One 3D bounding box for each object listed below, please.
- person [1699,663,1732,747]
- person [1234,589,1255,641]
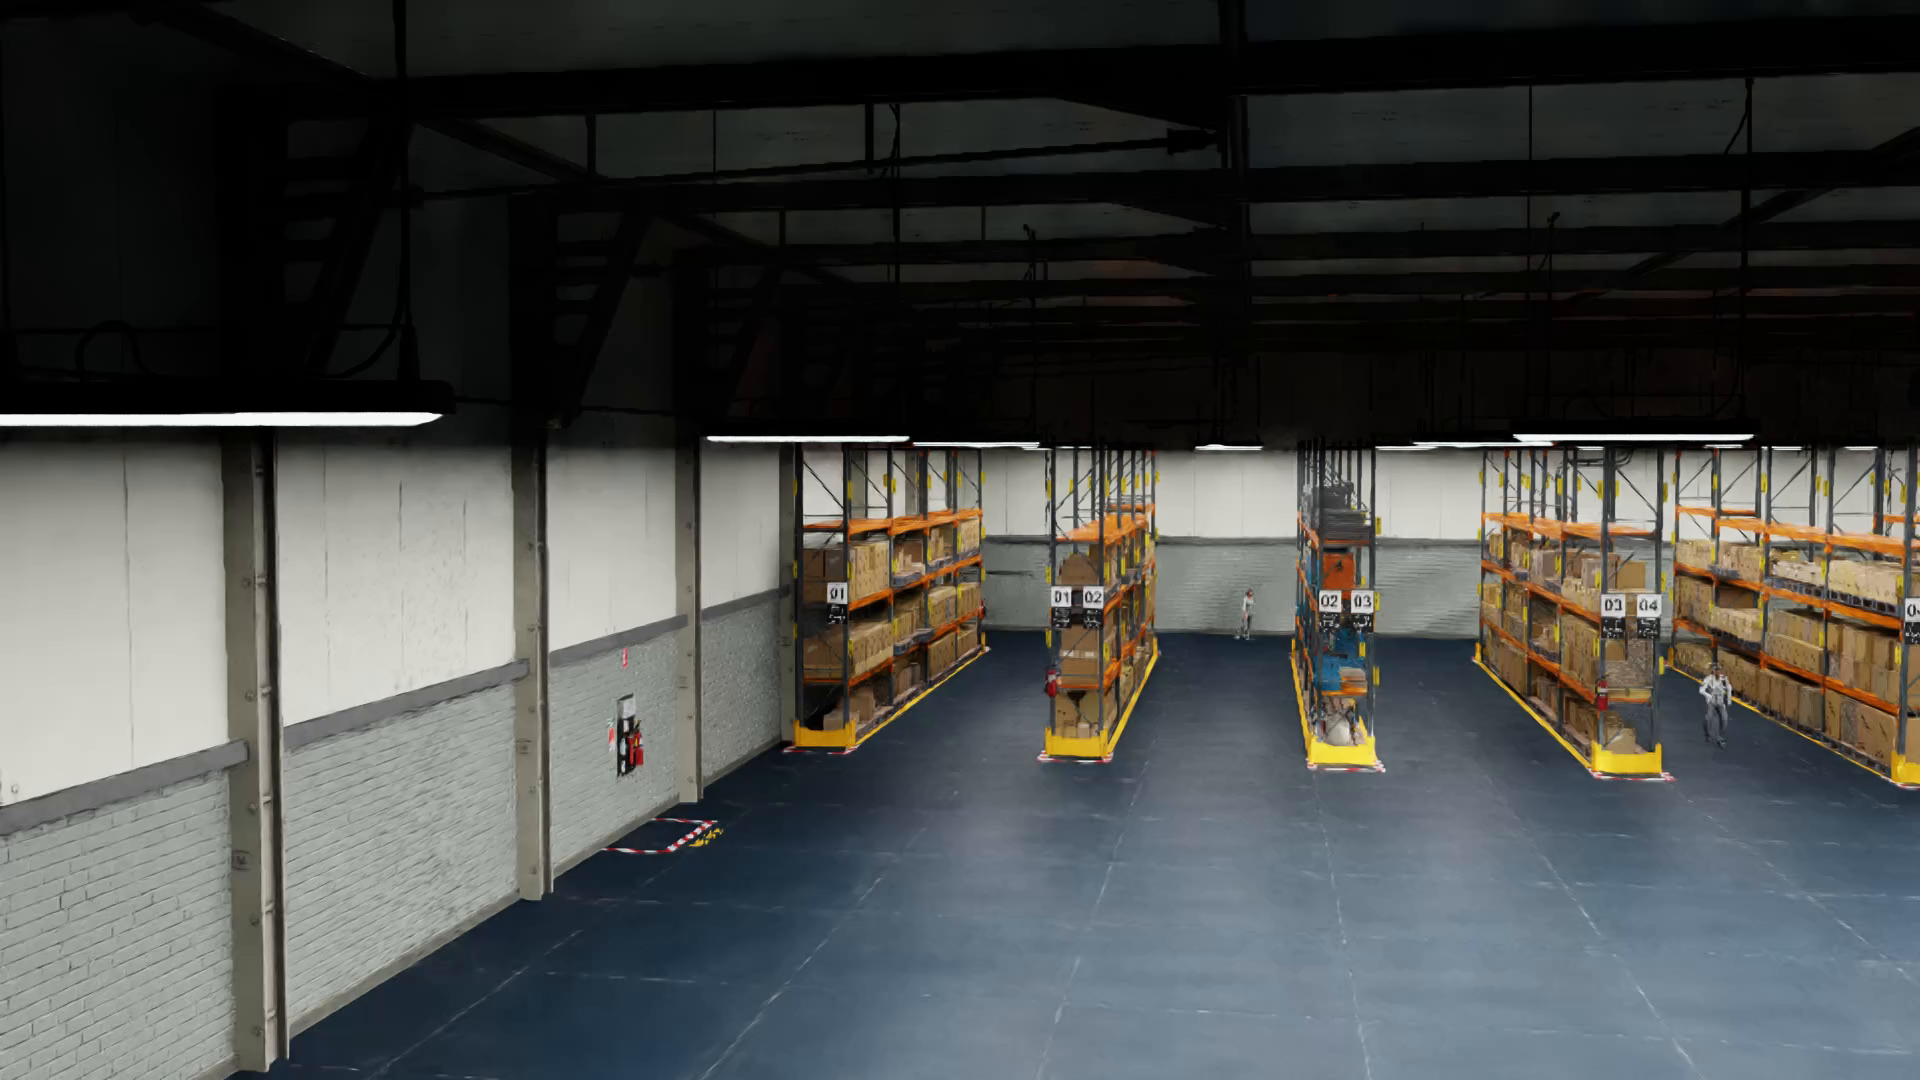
[{"bbox_3d":[14.810,3.190,32.587,0.636,1.616,0.814,1,3,15],"label":"person"},{"bbox_3d":[8.601,2.273,50.307,0.595,1.588,0.472,-2,4,-36],"label":"person"}]
